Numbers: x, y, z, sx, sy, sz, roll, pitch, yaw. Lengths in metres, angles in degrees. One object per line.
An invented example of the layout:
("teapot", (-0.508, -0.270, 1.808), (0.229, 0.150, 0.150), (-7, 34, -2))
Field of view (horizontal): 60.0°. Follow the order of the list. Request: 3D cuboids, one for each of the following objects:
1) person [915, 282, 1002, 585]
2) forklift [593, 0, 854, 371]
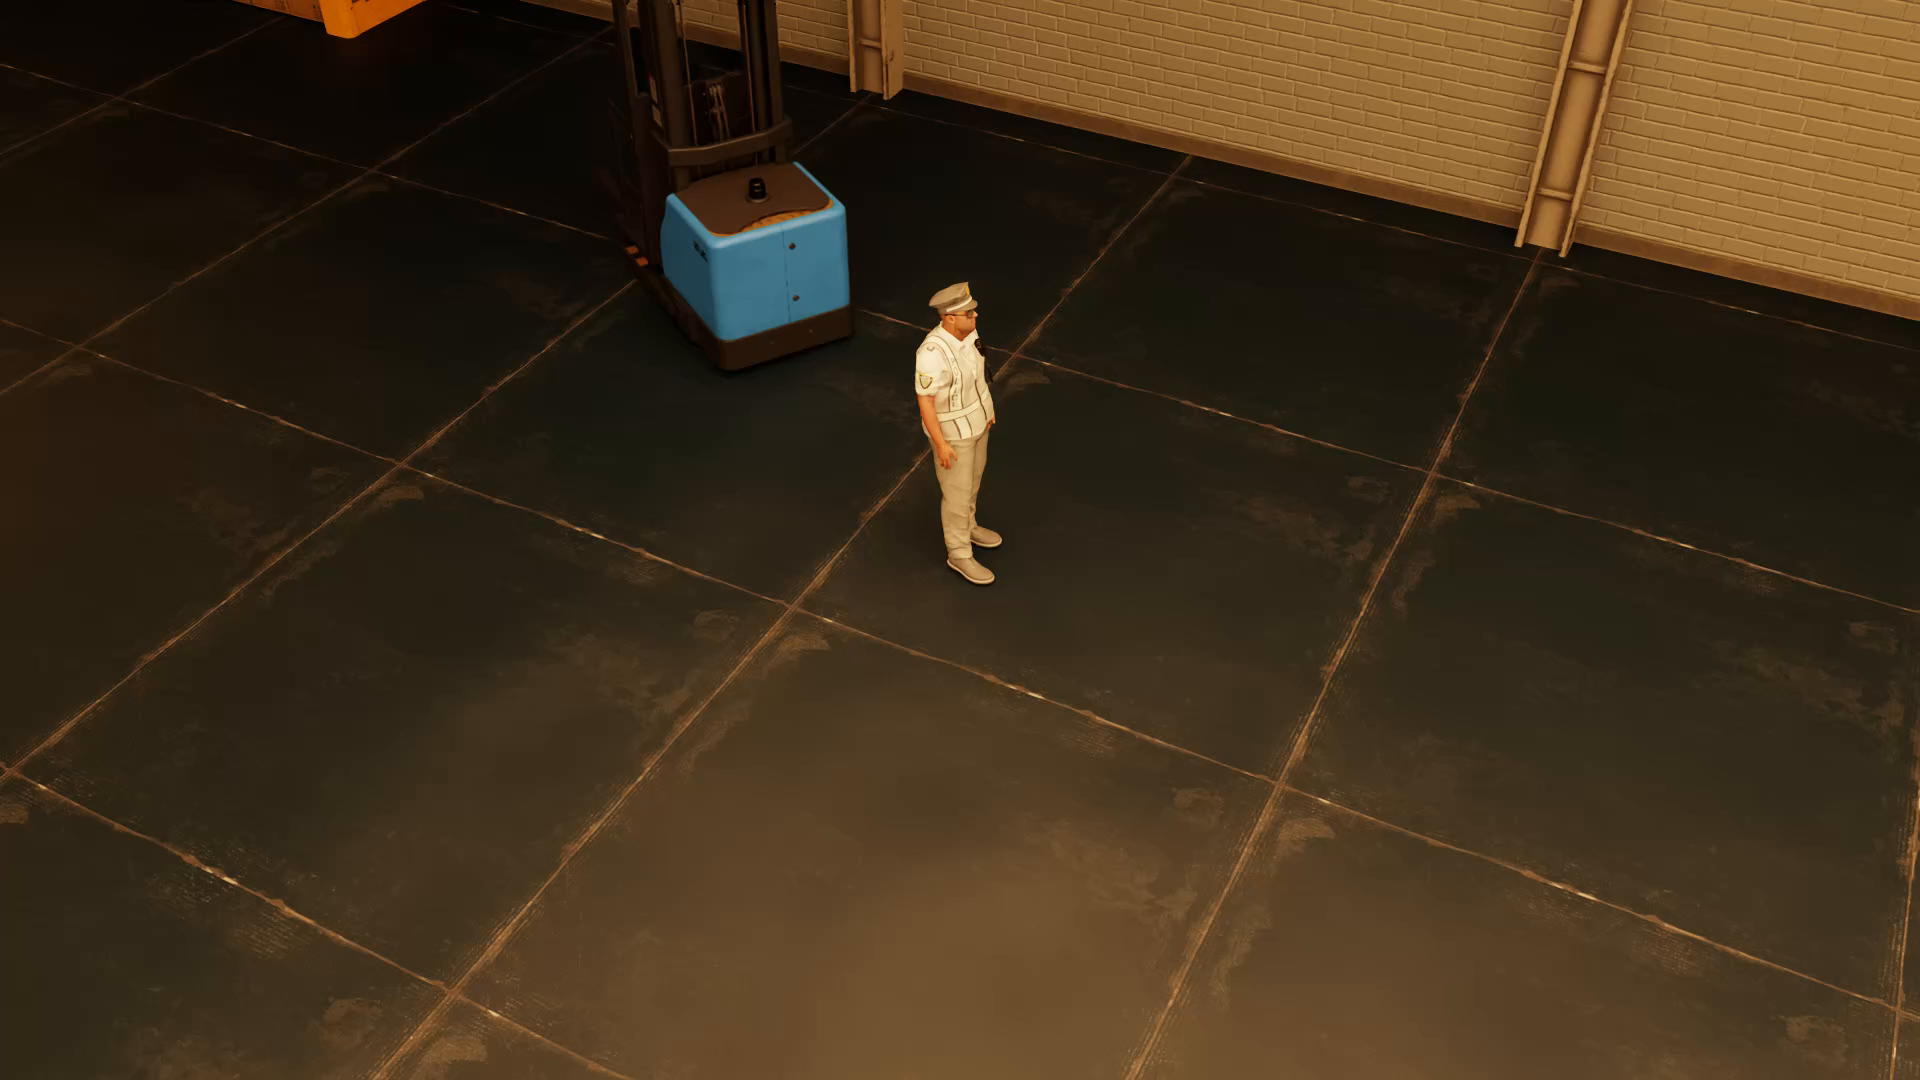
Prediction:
("person", (0.063, -0.657, 9.648), (0.575, 1.781, 0.640), (18, 43, 21))
("forklift", (-1.932, -3.230, 11.822), (1.130, 2.935, 3.031), (-20, 44, -22))
